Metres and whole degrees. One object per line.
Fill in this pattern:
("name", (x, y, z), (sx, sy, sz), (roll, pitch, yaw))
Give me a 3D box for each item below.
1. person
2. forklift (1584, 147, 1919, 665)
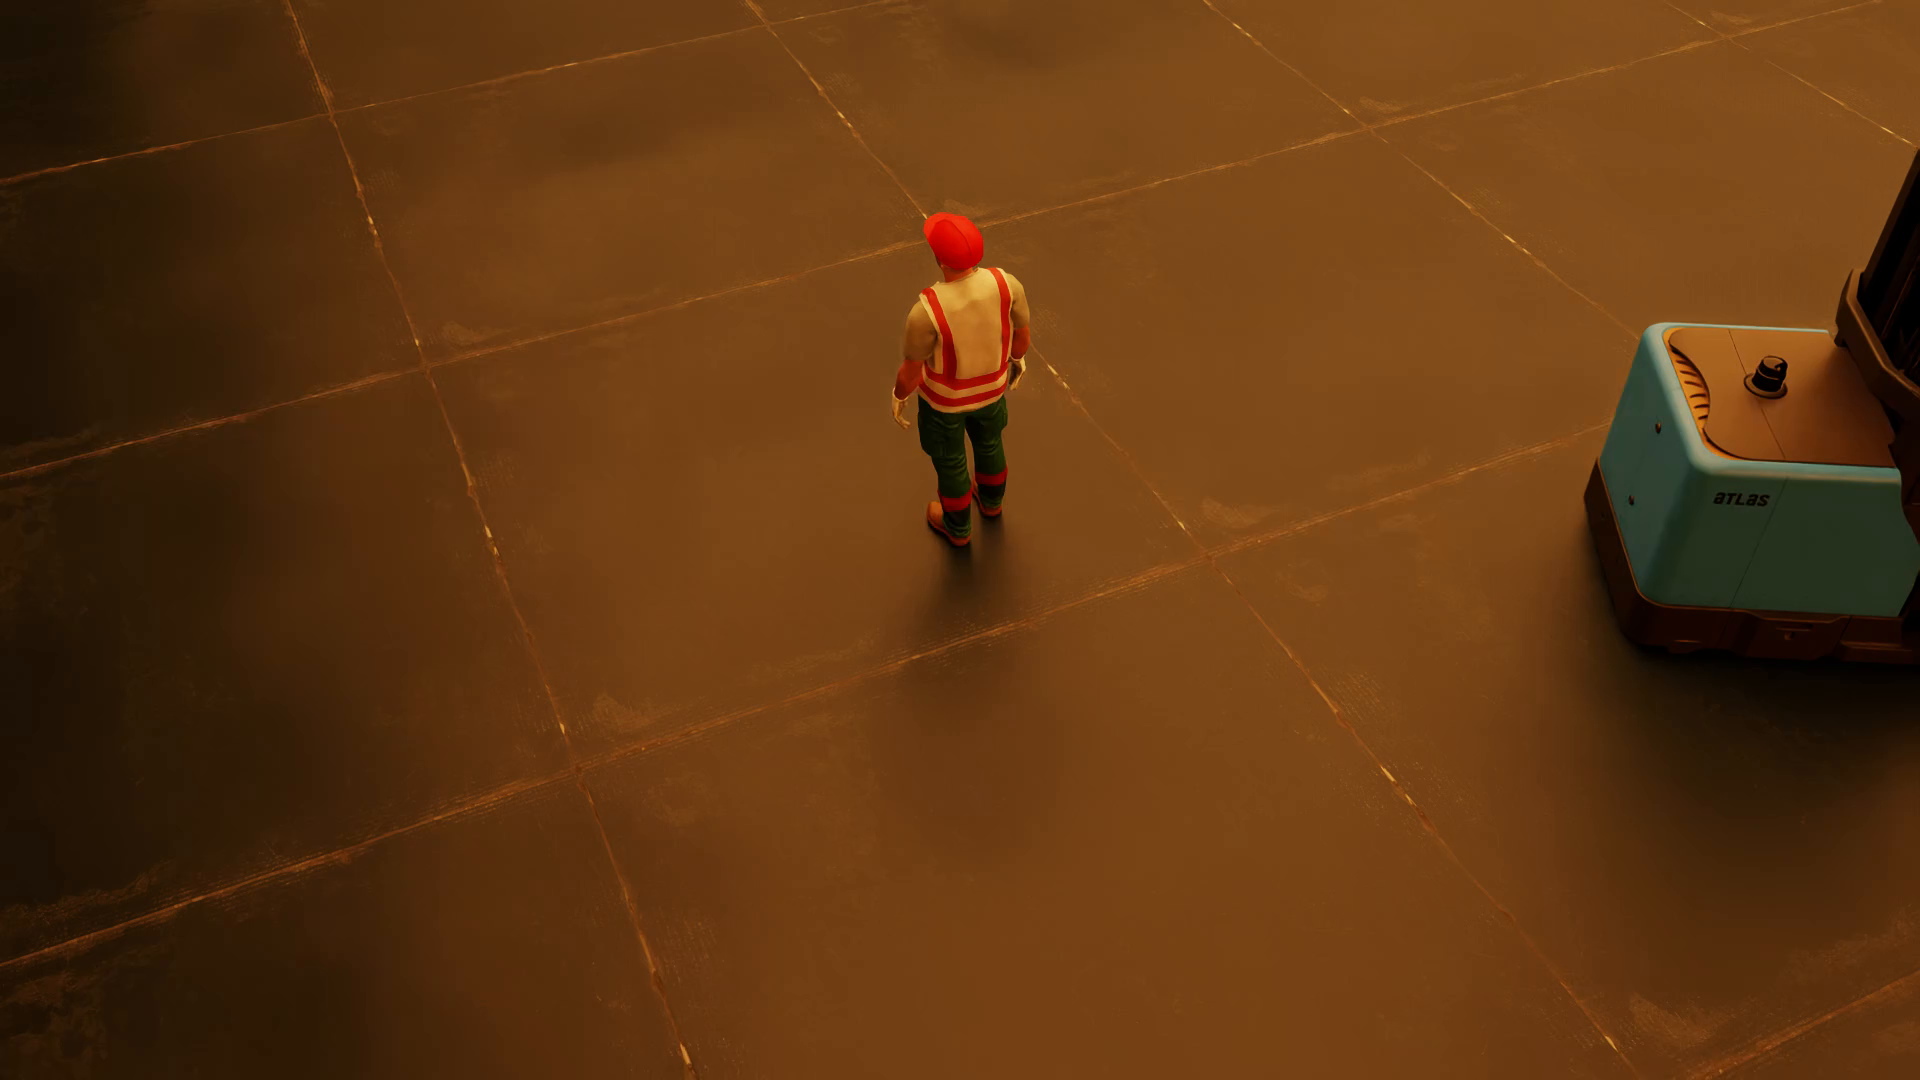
("person", (-0.022, -0.713, 7.270), (0.637, 1.787, 0.564), (-18, 46, -18))
("forklift", (4.450, -0.840, 6.581), (3.031, 2.935, 1.130), (3, 43, 3))
